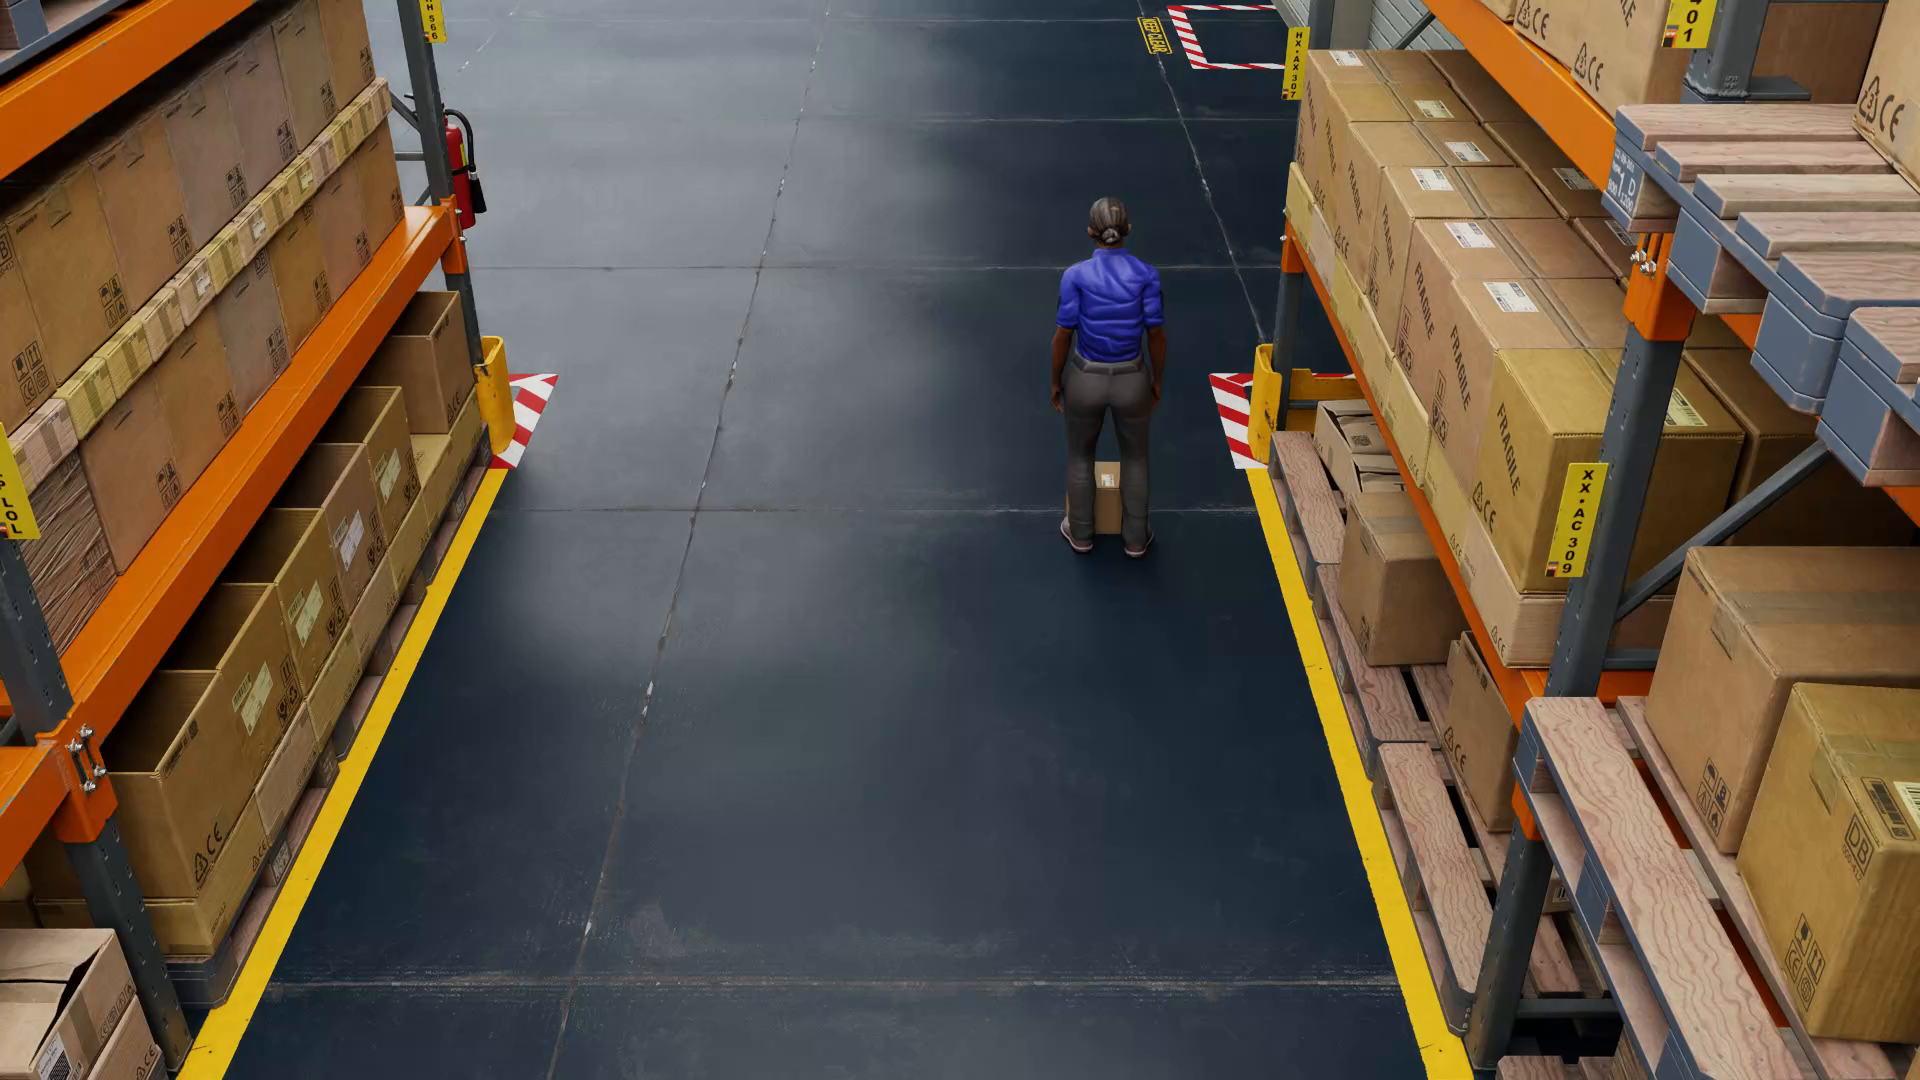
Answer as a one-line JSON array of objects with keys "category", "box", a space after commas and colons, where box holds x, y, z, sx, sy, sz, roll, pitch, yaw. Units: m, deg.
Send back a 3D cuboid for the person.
[{"category": "person", "box": [0.645, -0.686, 7.250, 0.512, 1.654, 0.392, 0, 32, -1]}]
